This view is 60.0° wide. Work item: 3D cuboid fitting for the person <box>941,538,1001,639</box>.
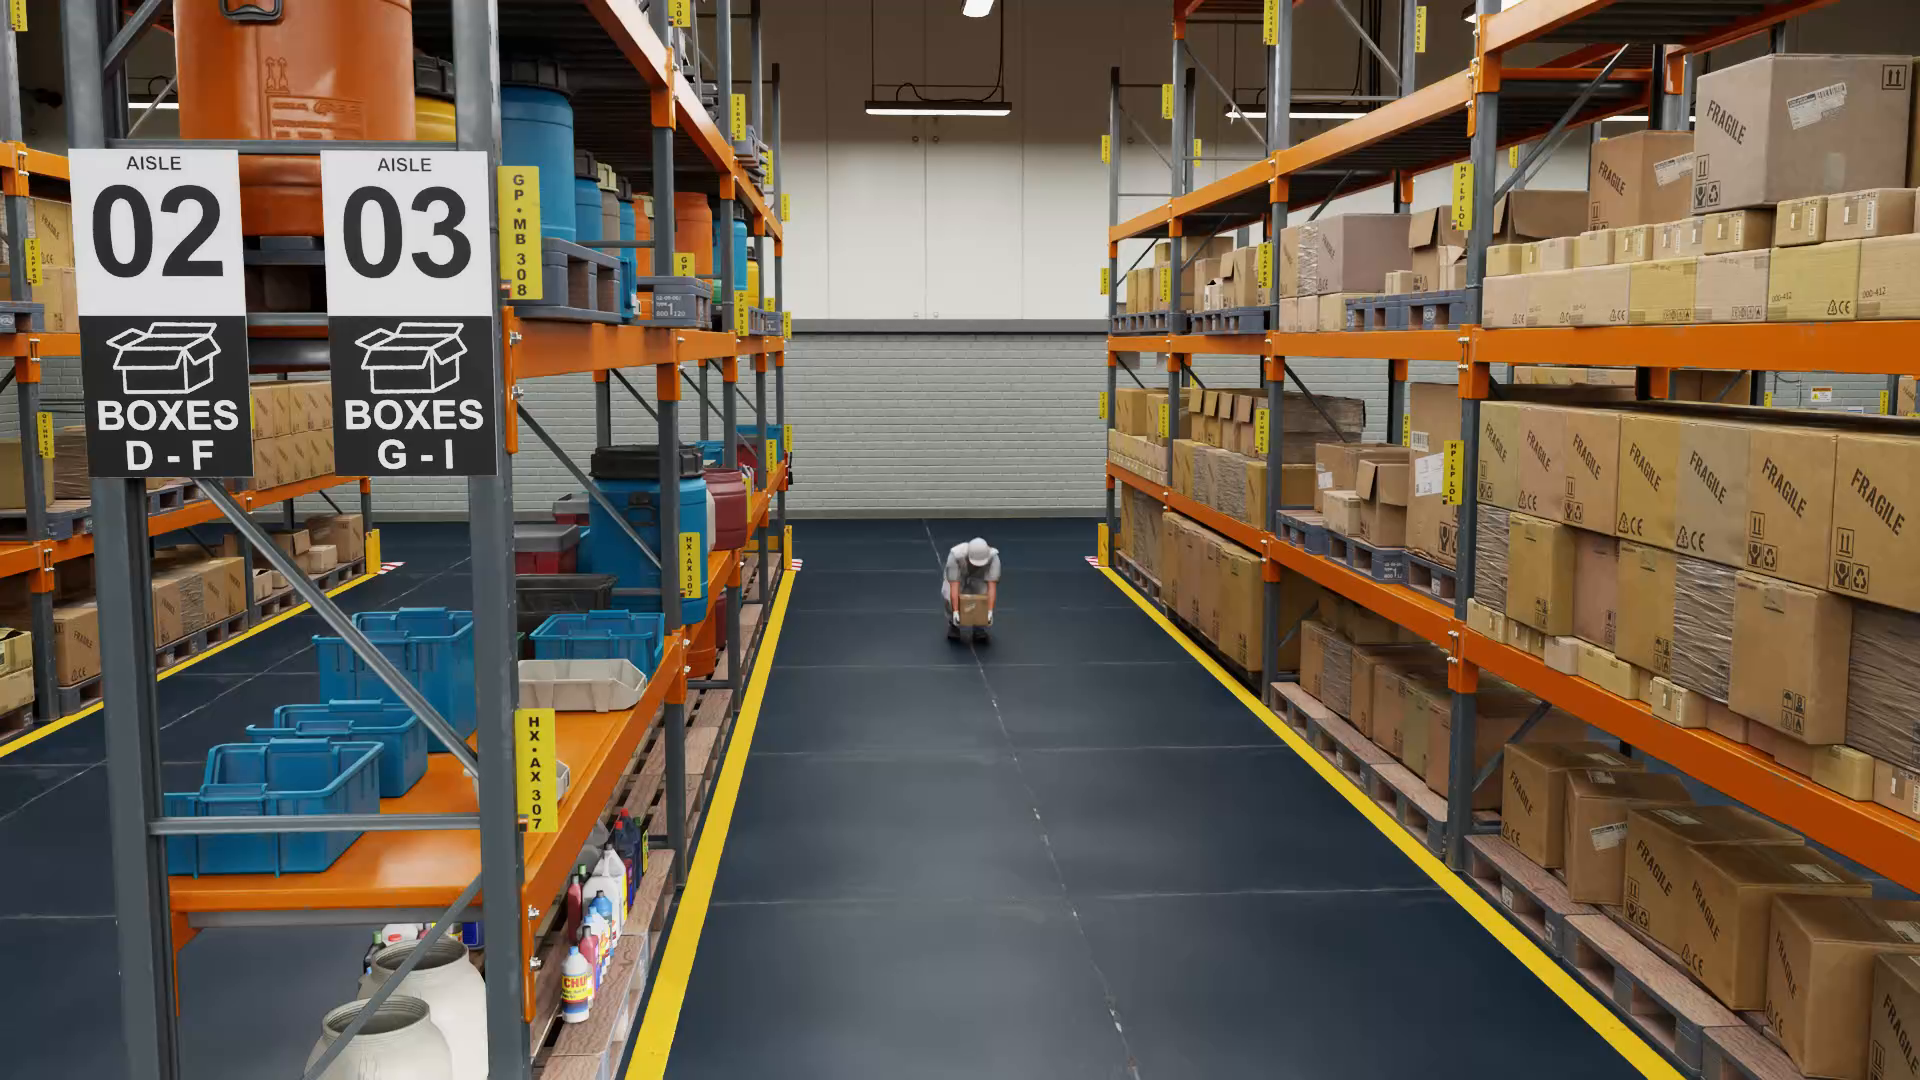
[{"bbox_3d":[0.096,0.431,15.404,0.535,0.993,0.902,-1,7,-5],"label":"person"}]
